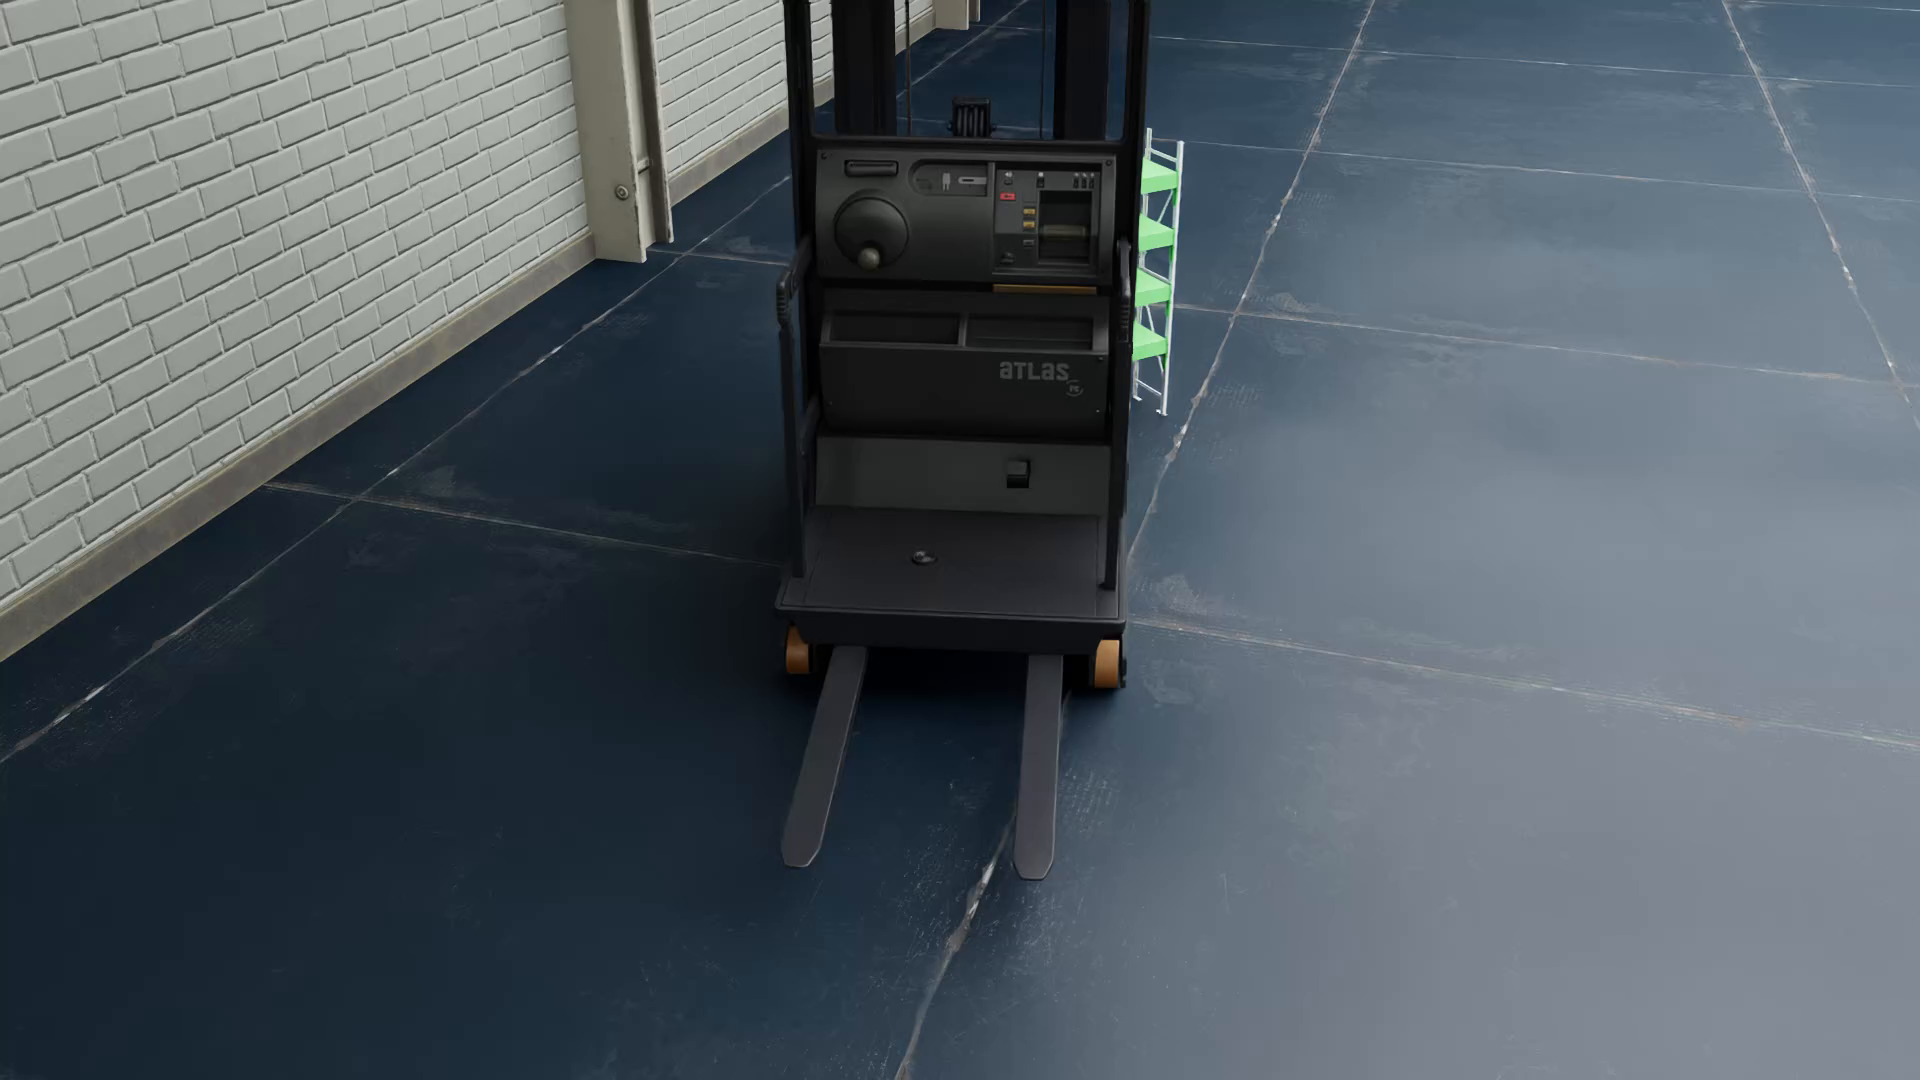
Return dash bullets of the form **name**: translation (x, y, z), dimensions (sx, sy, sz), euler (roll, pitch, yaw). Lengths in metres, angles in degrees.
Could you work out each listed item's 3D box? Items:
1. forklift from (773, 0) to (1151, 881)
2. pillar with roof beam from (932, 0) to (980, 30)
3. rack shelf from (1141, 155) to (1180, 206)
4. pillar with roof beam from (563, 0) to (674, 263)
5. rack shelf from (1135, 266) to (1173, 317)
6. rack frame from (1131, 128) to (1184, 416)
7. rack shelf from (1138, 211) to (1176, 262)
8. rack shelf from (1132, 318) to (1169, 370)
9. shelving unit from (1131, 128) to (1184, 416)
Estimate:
- **forklift**: translation (0.001, -0.967, 4.973), dimensions (1.130, 2.935, 3.031), euler (2, 29, 4)
- **pillar with roof beam**: translation (4.082, -7.706, 10.847), dimensions (9.100, 9.000, 0.400), euler (8, 30, 15)
- **rack shelf**: translation (0.615, -1.418, 6.708), dimensions (0.480, 0.148, 0.258), euler (-15, 33, -26)
- **pillar with roof beam**: translation (2.321, -4.918, 5.834), dimensions (9.100, 9.000, 0.400), euler (8, 30, 15)
- **rack shelf**: translation (0.615, -0.998, 6.942), dimensions (0.480, 0.148, 0.258), euler (-15, 33, -26)
- **rack frame**: translation (0.827, -1.113, 7.016), dimensions (0.015, 1.200, 0.240), euler (-15, 33, -26)
- **rack shelf**: translation (0.615, -1.208, 6.825), dimensions (0.480, 0.148, 0.258), euler (-15, 33, -26)
- **rack shelf**: translation (0.615, -0.788, 7.058), dimensions (0.480, 0.148, 0.258), euler (-15, 33, -26)
- **shelving unit**: translation (0.615, -1.054, 6.911), dimensions (0.503, 1.200, 0.258), euler (-15, 33, -26)
